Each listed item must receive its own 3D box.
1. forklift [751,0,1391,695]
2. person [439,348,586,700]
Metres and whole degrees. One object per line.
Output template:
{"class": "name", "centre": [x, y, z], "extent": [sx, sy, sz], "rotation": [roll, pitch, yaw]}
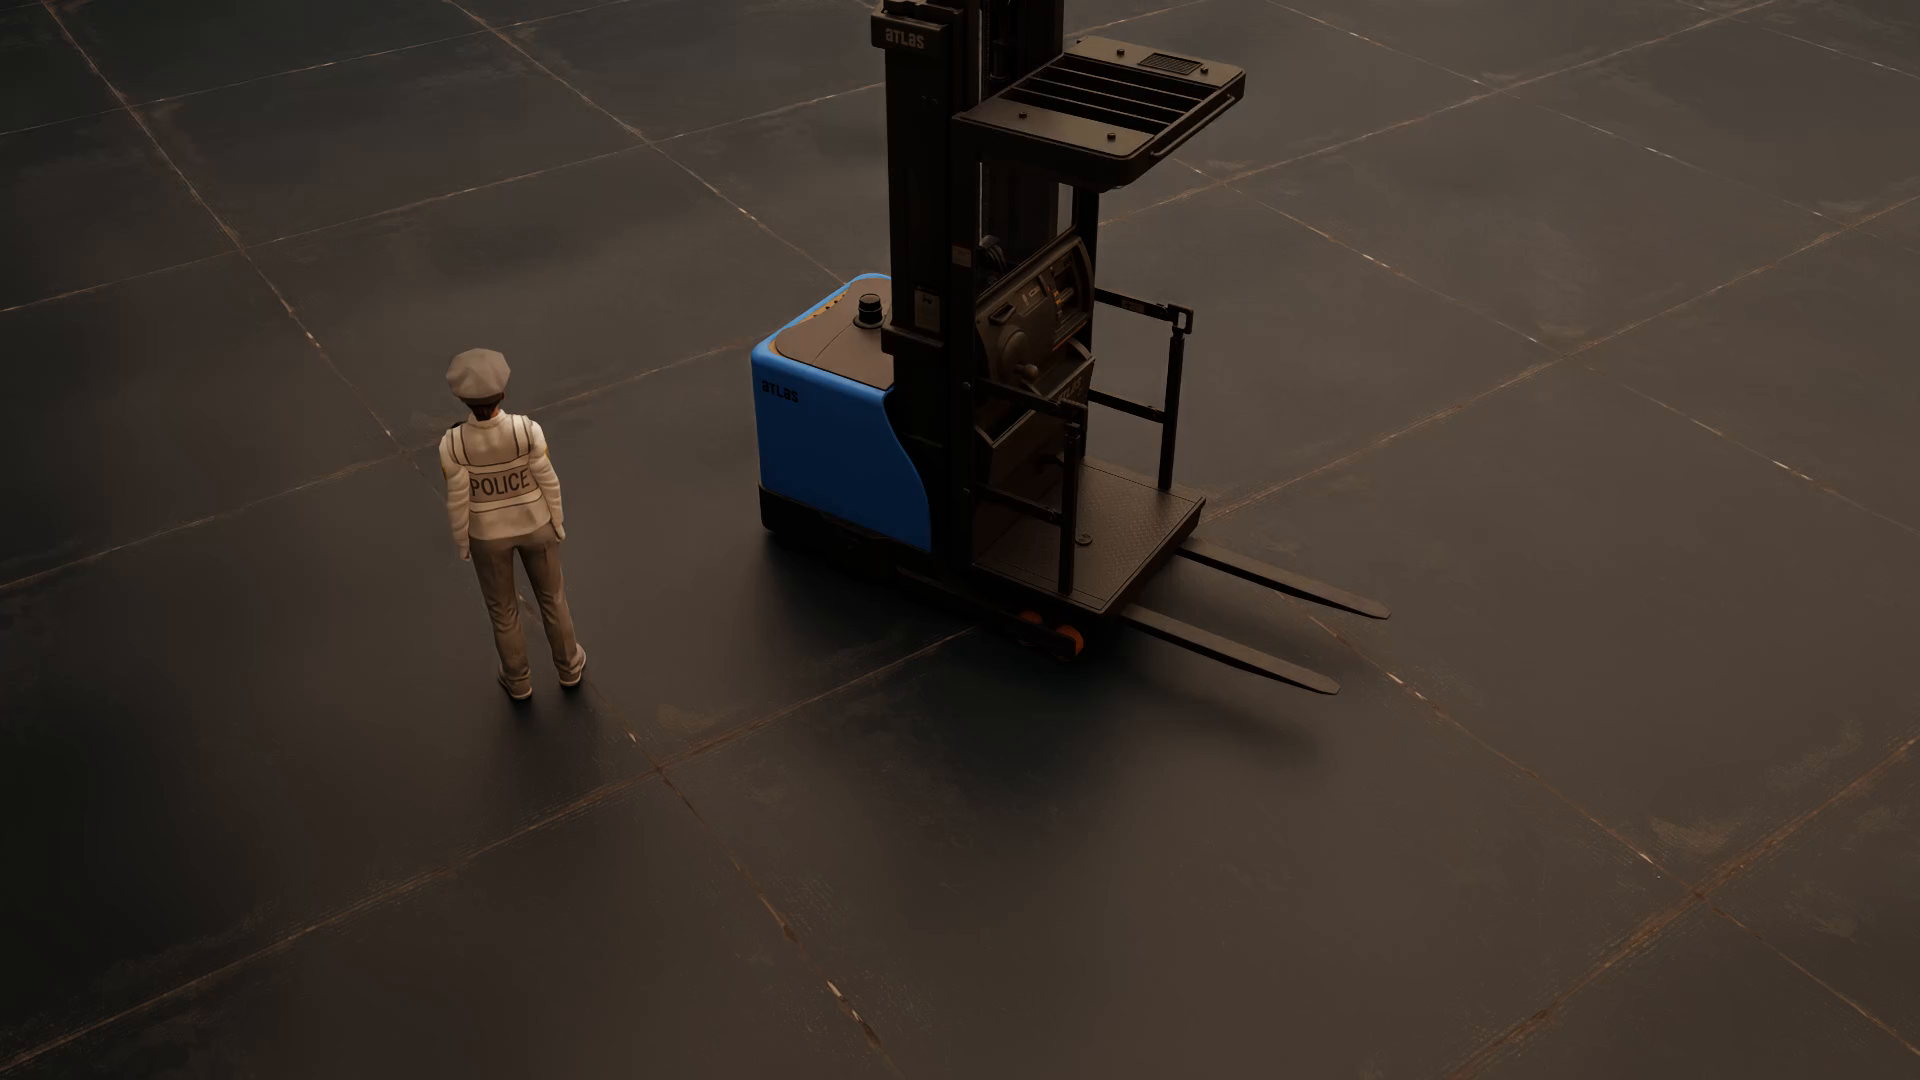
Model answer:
{"class": "forklift", "centre": [0.514, -0.985, 7.276], "extent": [3.031, 2.935, 1.130], "rotation": [21, 41, 26]}
{"class": "person", "centre": [-1.912, -0.048, 7.057], "extent": [0.464, 1.691, 0.337], "rotation": [-13, 38, -17]}
